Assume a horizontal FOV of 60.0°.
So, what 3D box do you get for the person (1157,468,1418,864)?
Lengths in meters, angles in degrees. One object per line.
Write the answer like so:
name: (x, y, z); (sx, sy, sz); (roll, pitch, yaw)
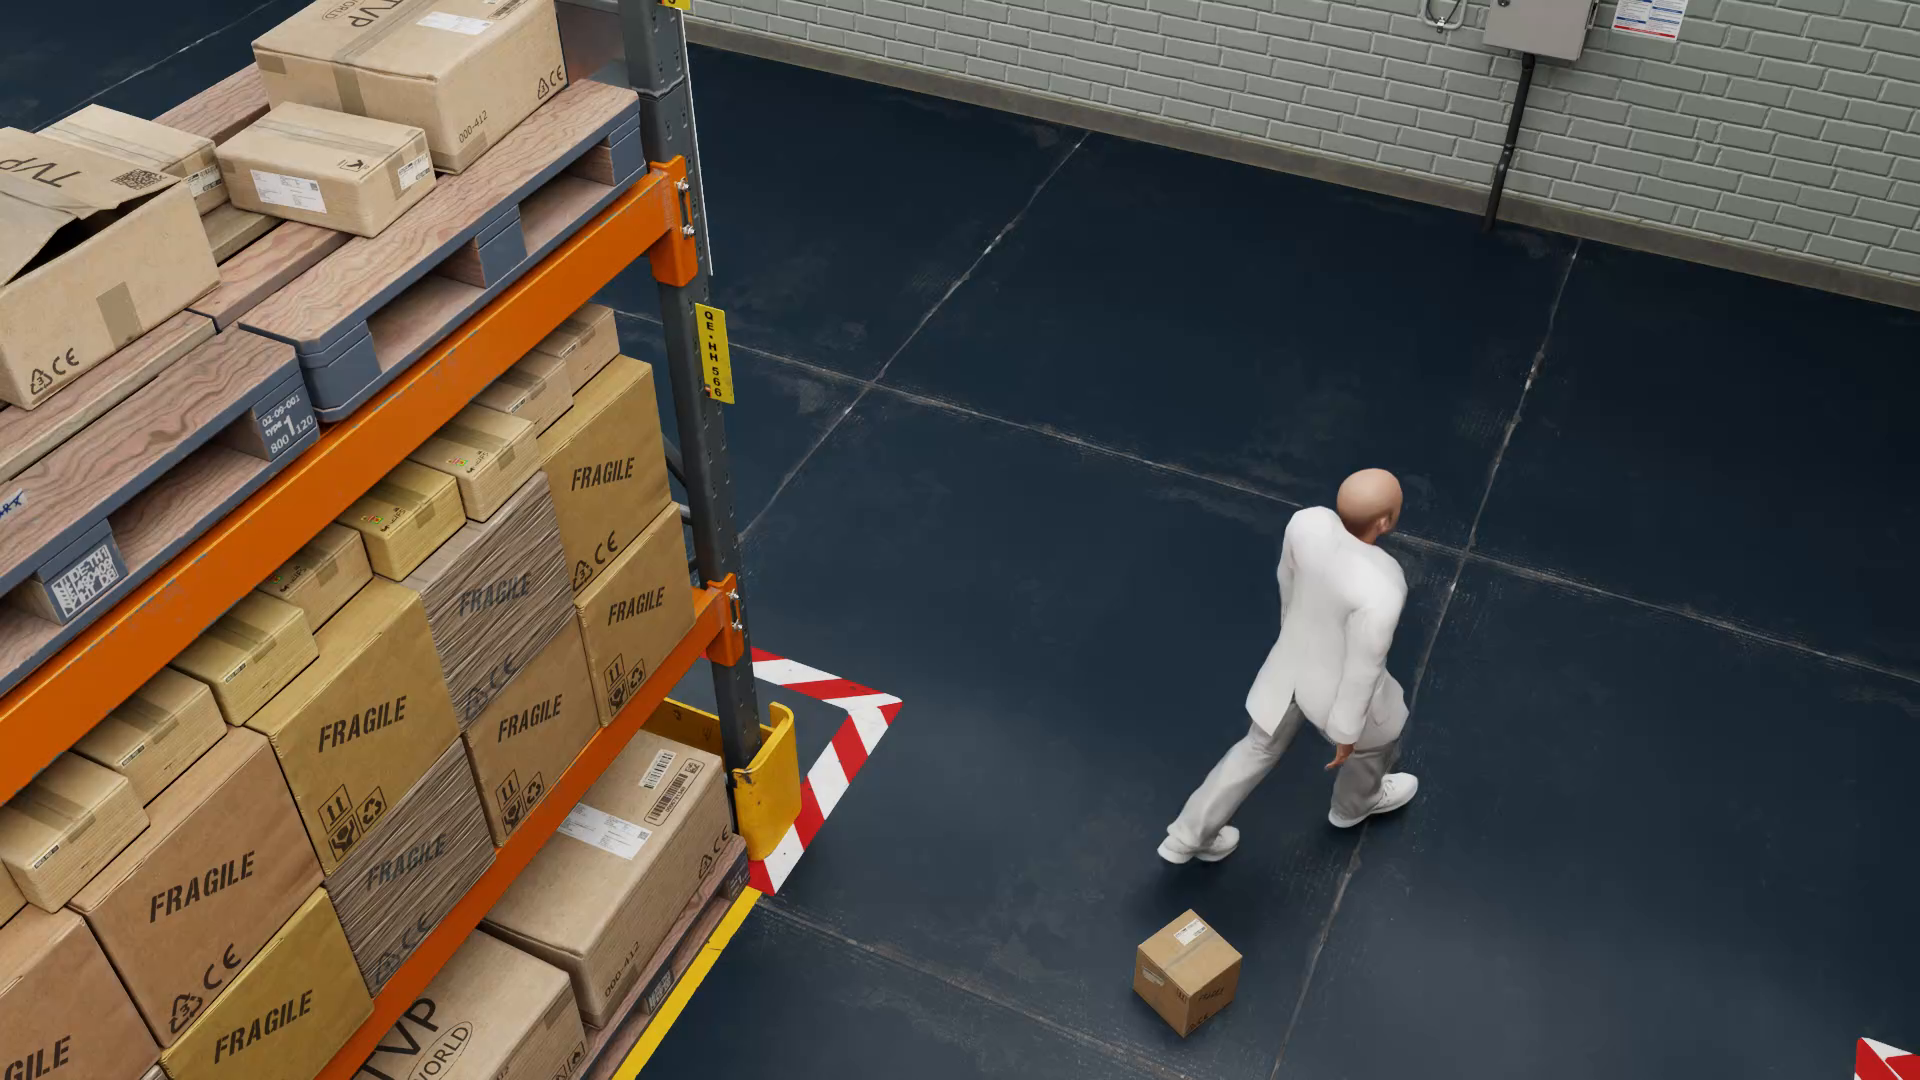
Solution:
person: (1.211, 0.460, 5.654); (1.107, 1.738, 0.583); (-23, 46, -24)
